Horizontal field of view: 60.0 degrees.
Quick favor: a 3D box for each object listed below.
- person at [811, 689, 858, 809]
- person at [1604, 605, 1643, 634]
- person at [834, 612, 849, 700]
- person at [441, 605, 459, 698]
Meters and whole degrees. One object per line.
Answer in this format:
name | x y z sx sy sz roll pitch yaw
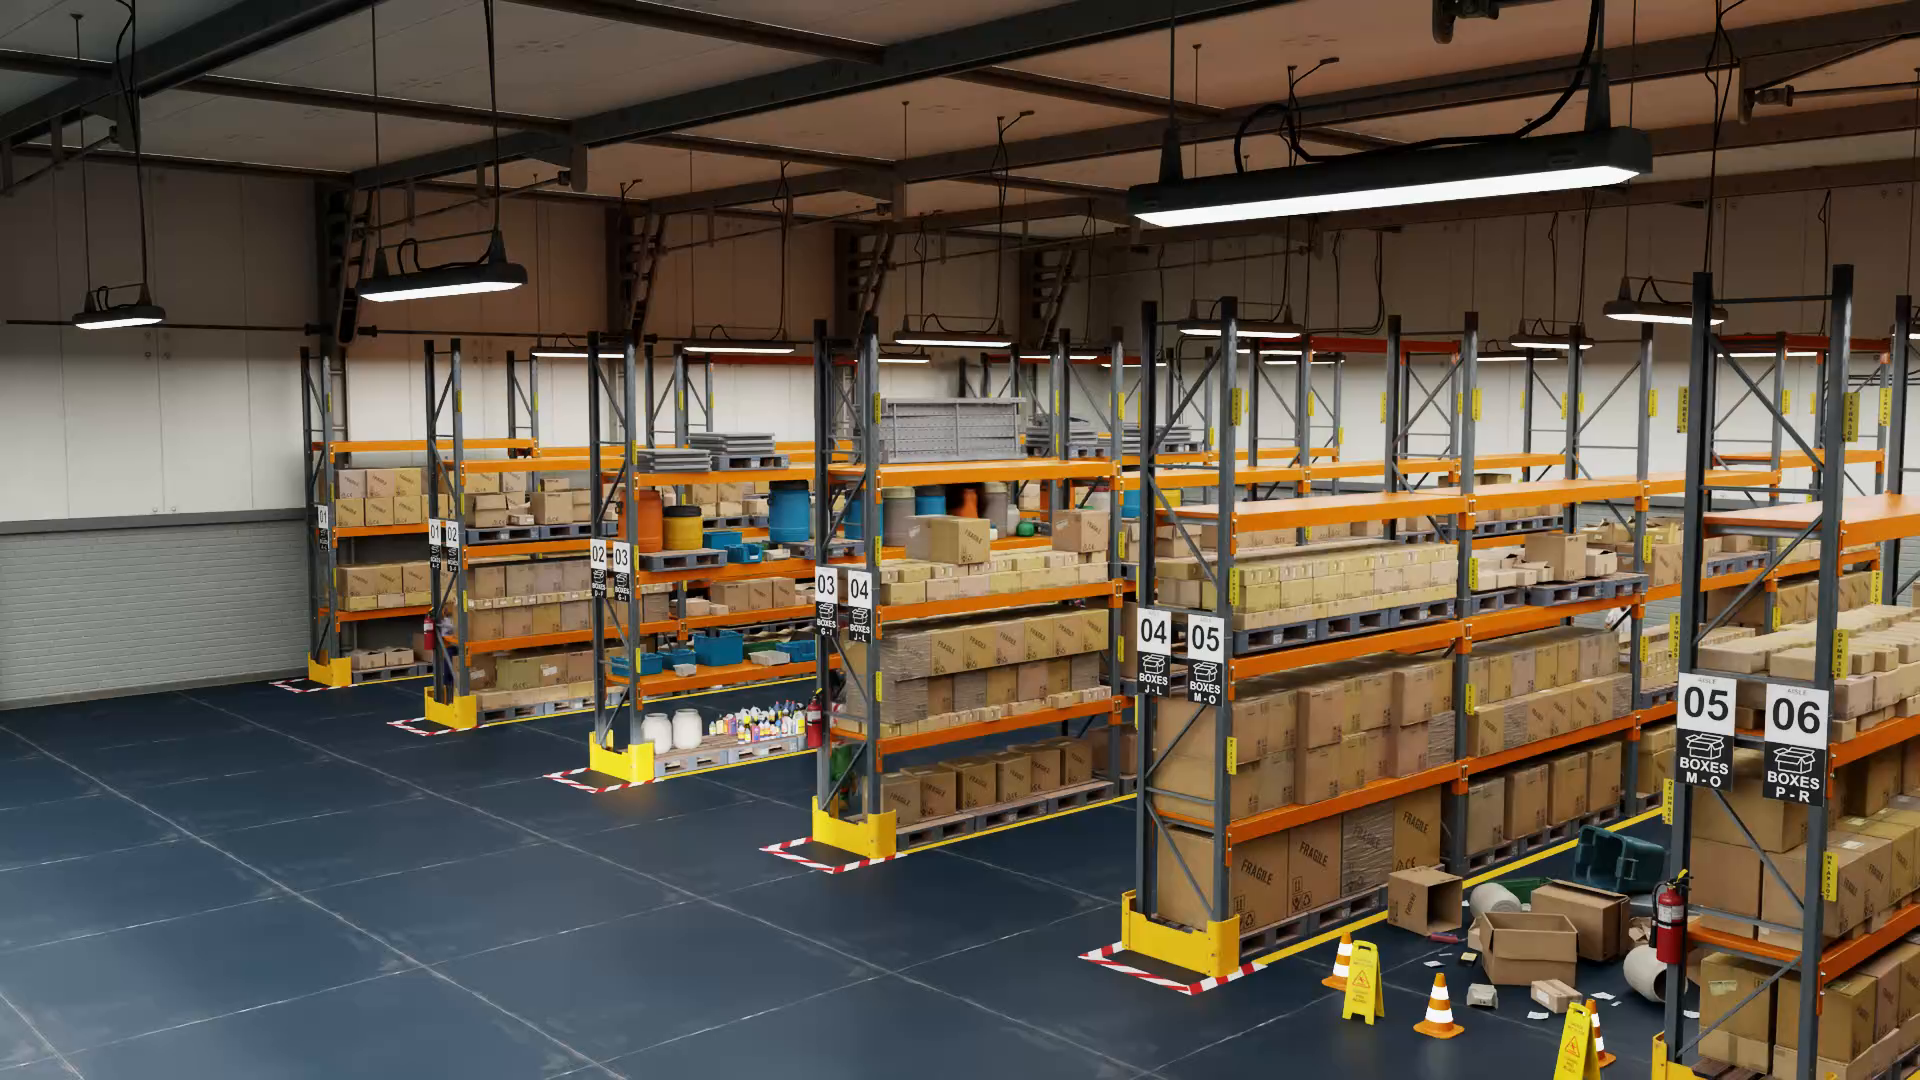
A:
person | -1.582 2.570 20.652 0.686 1.583 0.899 3 6 29
person | 11.610 1.787 29.126 0.630 1.678 0.787 2 5 20
person | -1.992 1.905 27.961 0.506 1.592 0.662 3 6 33
person | -8.558 1.899 27.667 0.590 1.656 0.909 3 6 28
